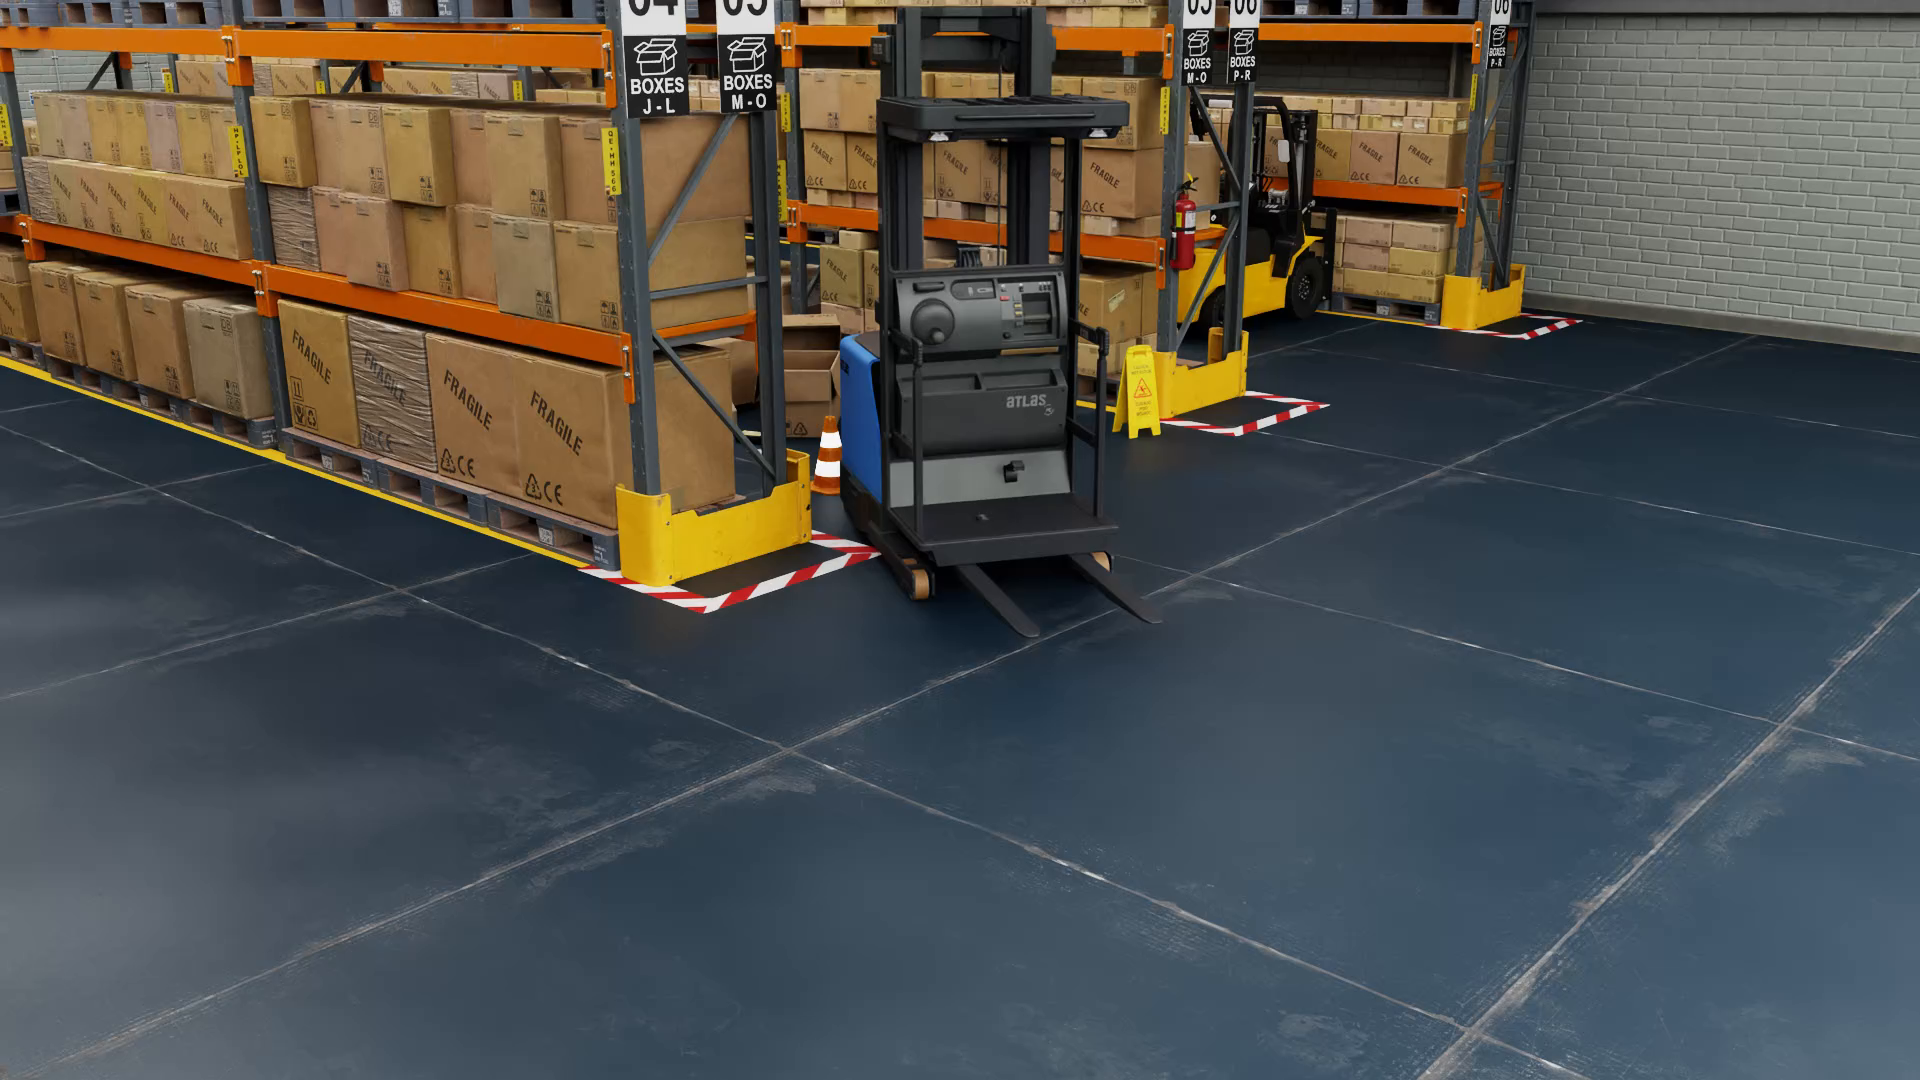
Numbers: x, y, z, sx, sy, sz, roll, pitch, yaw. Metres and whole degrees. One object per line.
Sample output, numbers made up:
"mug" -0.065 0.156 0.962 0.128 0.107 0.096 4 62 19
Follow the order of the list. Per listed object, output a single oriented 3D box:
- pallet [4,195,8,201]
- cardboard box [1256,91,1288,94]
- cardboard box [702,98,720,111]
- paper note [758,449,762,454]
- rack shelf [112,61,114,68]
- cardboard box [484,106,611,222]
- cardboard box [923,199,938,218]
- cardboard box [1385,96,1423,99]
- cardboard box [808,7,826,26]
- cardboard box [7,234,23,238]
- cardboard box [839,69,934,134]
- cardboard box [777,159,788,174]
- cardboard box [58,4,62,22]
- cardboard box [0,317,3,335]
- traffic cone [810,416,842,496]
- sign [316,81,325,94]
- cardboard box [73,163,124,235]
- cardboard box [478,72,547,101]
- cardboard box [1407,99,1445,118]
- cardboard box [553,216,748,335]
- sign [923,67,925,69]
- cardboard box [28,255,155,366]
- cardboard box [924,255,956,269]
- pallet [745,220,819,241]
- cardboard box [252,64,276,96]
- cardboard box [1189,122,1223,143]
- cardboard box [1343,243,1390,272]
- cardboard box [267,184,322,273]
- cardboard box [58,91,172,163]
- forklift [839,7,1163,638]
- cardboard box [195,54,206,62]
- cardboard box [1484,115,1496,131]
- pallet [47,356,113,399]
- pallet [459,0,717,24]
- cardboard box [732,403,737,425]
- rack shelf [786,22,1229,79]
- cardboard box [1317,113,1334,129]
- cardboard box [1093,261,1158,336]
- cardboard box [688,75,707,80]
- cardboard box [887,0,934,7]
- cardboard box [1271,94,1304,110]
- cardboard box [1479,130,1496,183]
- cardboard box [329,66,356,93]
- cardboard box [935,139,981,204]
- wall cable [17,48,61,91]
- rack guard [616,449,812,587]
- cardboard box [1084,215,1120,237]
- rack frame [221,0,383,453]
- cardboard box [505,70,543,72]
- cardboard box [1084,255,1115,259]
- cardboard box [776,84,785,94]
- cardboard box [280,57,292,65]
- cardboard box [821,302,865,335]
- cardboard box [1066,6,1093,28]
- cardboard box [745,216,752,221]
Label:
"pallet" -8.856 -3.246 15.198 1.213 0.211 1.003 15 23 39
"cardboard box" 3.361 -4.710 17.766 0.250 0.149 0.380 15 23 38
"cardboard box" -2.016 -3.816 15.326 0.500 0.500 0.500 15 23 40
"paper note" -1.380 -0.617 11.510 0.144 0.017 0.142 -9 20 -27
"rack shelf" -8.844 -4.438 14.866 4.000 0.370 1.077 15 23 39
"cardboard box" -2.089 -2.102 9.243 0.550 0.550 0.875 15 23 39
"cardboard box" -0.173 -2.772 13.802 0.250 0.149 0.380 15 23 40
"cardboard box" 4.472 -4.384 16.738 0.250 0.149 0.380 15 23 40
"cardboard box" -1.075 -4.477 14.216 0.250 0.149 0.380 15 23 38
"cardboard box" -8.444 -2.713 15.399 0.500 0.250 0.500 15 23 40
"cardboard box" -0.594 -3.707 14.025 0.500 0.500 0.700 15 23 40
"cardboard box" -1.715 -3.408 15.111 0.250 0.149 0.380 15 23 40
"cardboard box" -7.599 -4.601 14.028 0.500 0.500 0.500 15 23 39
"cardboard box" -8.400 -2.136 14.821 0.500 0.500 0.500 16 24 41
"traffic cone" -0.819 -0.562 10.616 0.334 0.463 0.336 15 23 39
"sign" -7.497 -5.217 19.530 0.005 0.325 0.100 15 23 39
"cardboard box" -6.433 -2.643 12.815 0.500 0.500 0.500 15 23 39
"cardboard box" -4.699 -4.658 17.513 0.500 0.500 0.500 14 23 38
"cardboard box" 4.524 -4.172 16.070 0.250 0.149 0.380 15 23 39
"cardboard box" -1.672 -1.479 9.064 0.550 0.550 0.875 15 23 39
"sign" -0.480 -5.891 21.302 0.005 0.325 0.100 15 23 39
"cardboard box" -6.953 -1.934 13.773 0.750 0.750 1.050 15 23 39
"cardboard box" -0.090 -2.144 14.021 0.500 0.500 0.500 17 24 42
"pallet" -2.288 -4.287 22.772 1.213 0.211 1.003 15 23 39
"cardboard box" -8.427 -5.653 20.647 0.500 0.500 0.500 15 23 40
"cardboard box" 2.705 -4.209 17.749 0.500 0.500 0.500 16 23 40
"cardboard box" 4.198 -2.865 16.705 0.500 0.250 0.500 15 23 39
"cardboard box" -4.073 -2.146 11.167 0.550 0.550 0.875 15 23 39
"cardboard box" -6.640 -3.280 13.169 0.500 0.500 0.700 15 23 38
"forklift" 0.182 -1.215 8.596 1.130 2.935 3.031 -5 18 -16
"cardboard box" -9.678 -6.280 21.552 0.250 0.149 0.380 16 24 41
"cardboard box" 5.056 -4.090 16.304 0.250 0.149 0.380 14 23 38
"pallet" -6.809 -1.445 13.815 1.213 0.211 1.003 15 23 39
"pallet" -1.927 -2.877 8.906 1.213 0.211 1.003 15 23 39
"cardboard box" -1.848 -0.914 12.054 0.396 0.266 0.258 -13 22 -36
"rack shelf" 0.349 -3.971 13.397 4.000 0.370 1.077 15 23 39
"cardboard box" 3.716 -4.222 16.719 0.250 0.149 0.380 15 23 40
"cardboard box" 1.407 -1.959 13.438 0.500 0.500 0.500 14 22 37
"cardboard box" -2.727 -4.523 16.483 0.250 0.149 0.380 14 22 37
"cardboard box" -0.241 -4.431 13.412 0.500 0.250 0.500 15 23 40
"cardboard box" 3.401 -4.491 17.074 0.250 0.149 0.380 15 23 39
"cardboard box" 4.951 -3.817 16.514 0.500 0.500 0.500 16 24 41
"cardboard box" -6.992 -5.263 19.419 0.500 0.500 0.500 15 23 40
"cardboard box" 0.147 -3.028 13.537 0.500 0.500 0.500 15 23 40
"wall cable" -14.355 -7.322 25.992 0.123 1.953 0.585 15 23 39
"rack guard" -1.347 -0.147 9.247 0.348 0.500 1.175 15 23 39
"cardboard box" 1.160 -2.416 12.680 0.250 0.149 0.380 15 23 39
"rack frame" -4.357 -2.146 11.415 0.127 3.000 1.000 15 23 39
"cardboard box" -4.722 -4.865 18.165 0.500 0.500 0.500 15 23 39
"cardboard box" 1.748 -3.581 19.166 0.625 0.625 0.875 16 24 42
"cardboard box" -2.190 -5.748 21.901 0.637 0.503 0.797 14 23 38
"cardboard box" -8.078 -5.892 20.329 0.250 0.149 0.380 15 23 39
"cardboard box" -0.884 -1.996 14.794 0.500 0.250 0.500 14 22 37
"cardboard box" 1.009 -3.905 12.414 0.250 0.149 0.380 16 24 41
"cardboard box" -2.850 -4.671 22.809 0.500 0.500 0.500 14 22 38
